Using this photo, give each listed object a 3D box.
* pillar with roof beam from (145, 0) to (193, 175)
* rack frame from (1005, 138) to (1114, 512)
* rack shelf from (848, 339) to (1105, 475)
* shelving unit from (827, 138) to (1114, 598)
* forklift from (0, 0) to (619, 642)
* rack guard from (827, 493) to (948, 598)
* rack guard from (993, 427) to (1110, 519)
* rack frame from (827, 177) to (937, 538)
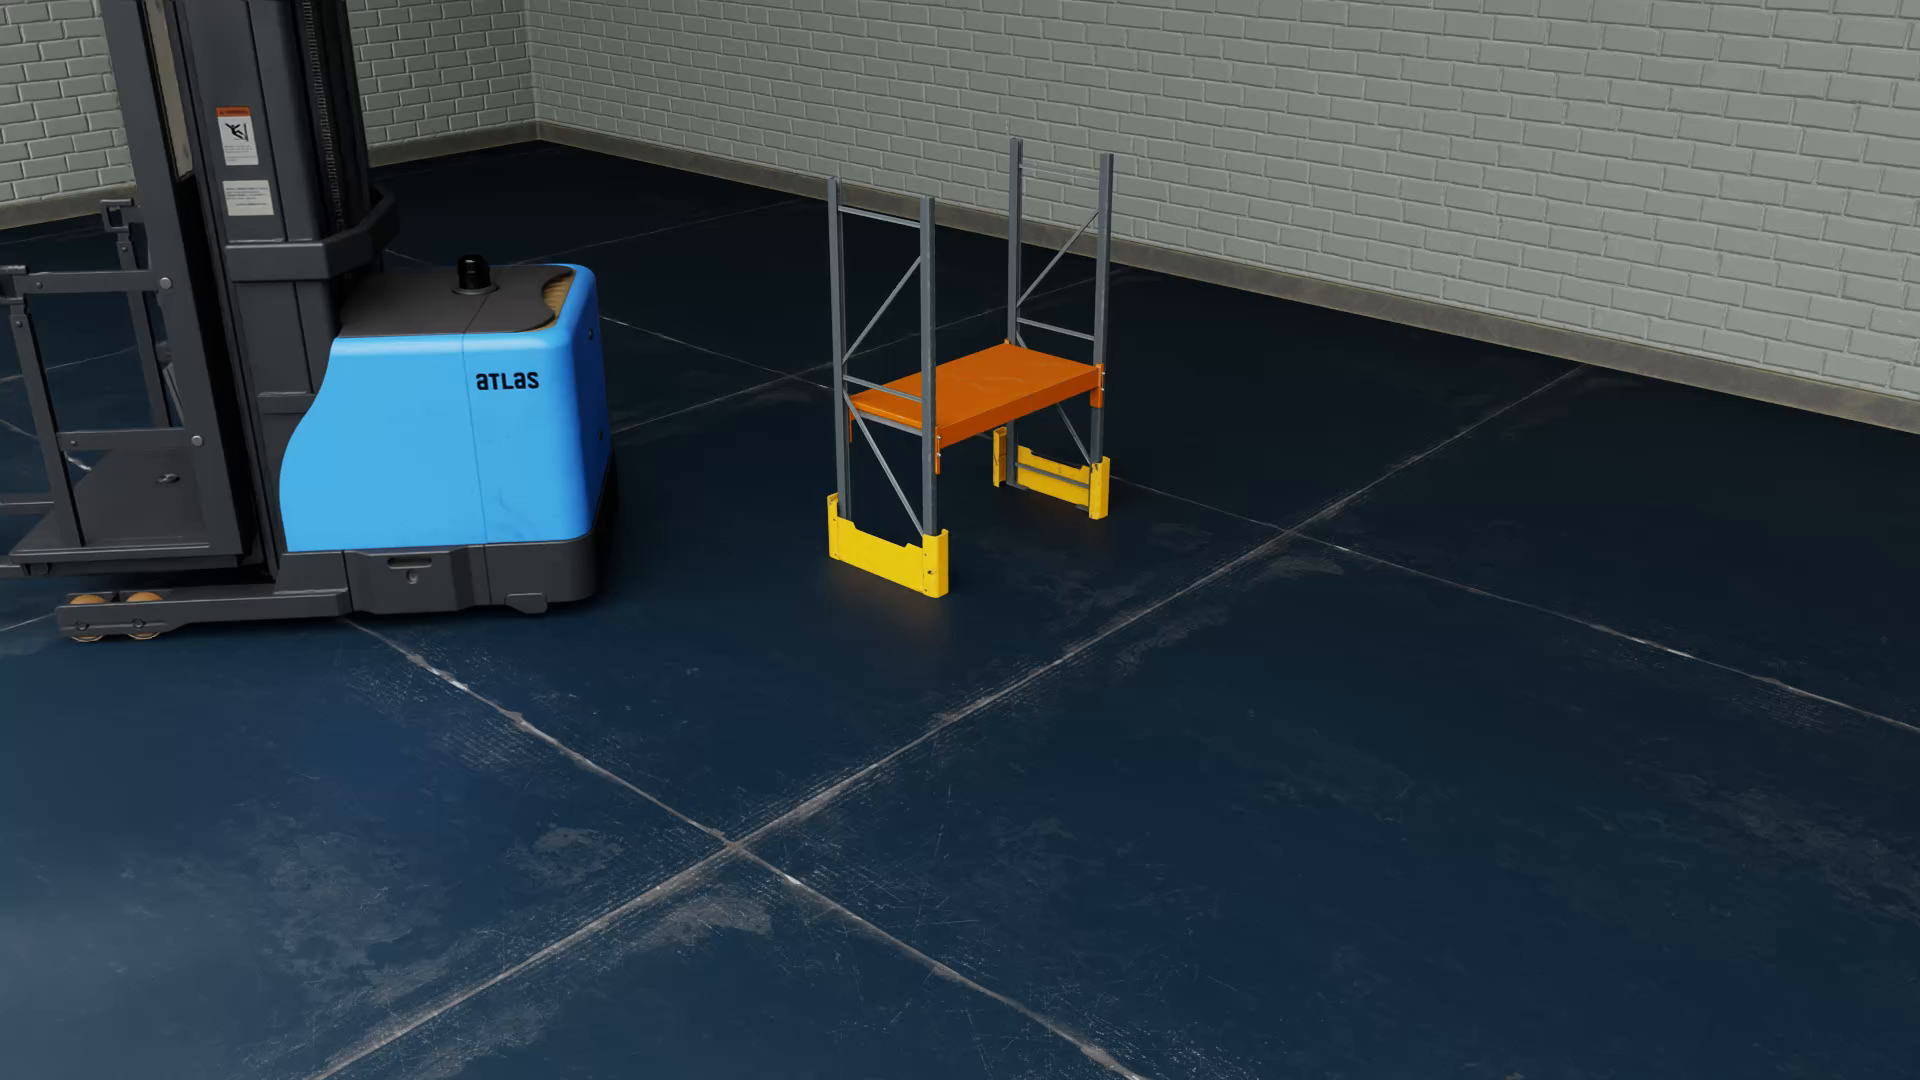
[{"bbox_3d":[-2.383,-5.508,8.037,9.100,9.000,0.400,20,31,38],"label":"pillar with roof beam"},{"bbox_3d":[0.396,-0.865,6.847,0.500,1.500,0.032,20,31,38],"label":"rack frame"},{"bbox_3d":[0.057,-0.546,6.575,0.538,0.185,1.000,20,31,38],"label":"rack shelf"},{"bbox_3d":[0.051,-0.708,6.495,0.587,1.500,1.083,20,31,38],"label":"shelving unit"},{"bbox_3d":[-2.886,-1.200,5.844,3.031,2.935,1.130,-2,24,-5],"label":"forklift"},{"bbox_3d":[-0.281,0.014,6.412,0.587,0.250,0.087,20,31,38],"label":"rack guard"},{"bbox_3d":[0.383,-0.289,7.089,0.587,0.250,0.087,20,31,38],"label":"rack guard"},{"bbox_3d":[-0.282,-0.555,6.156,0.500,1.500,0.032,20,31,38],"label":"rack frame"}]
